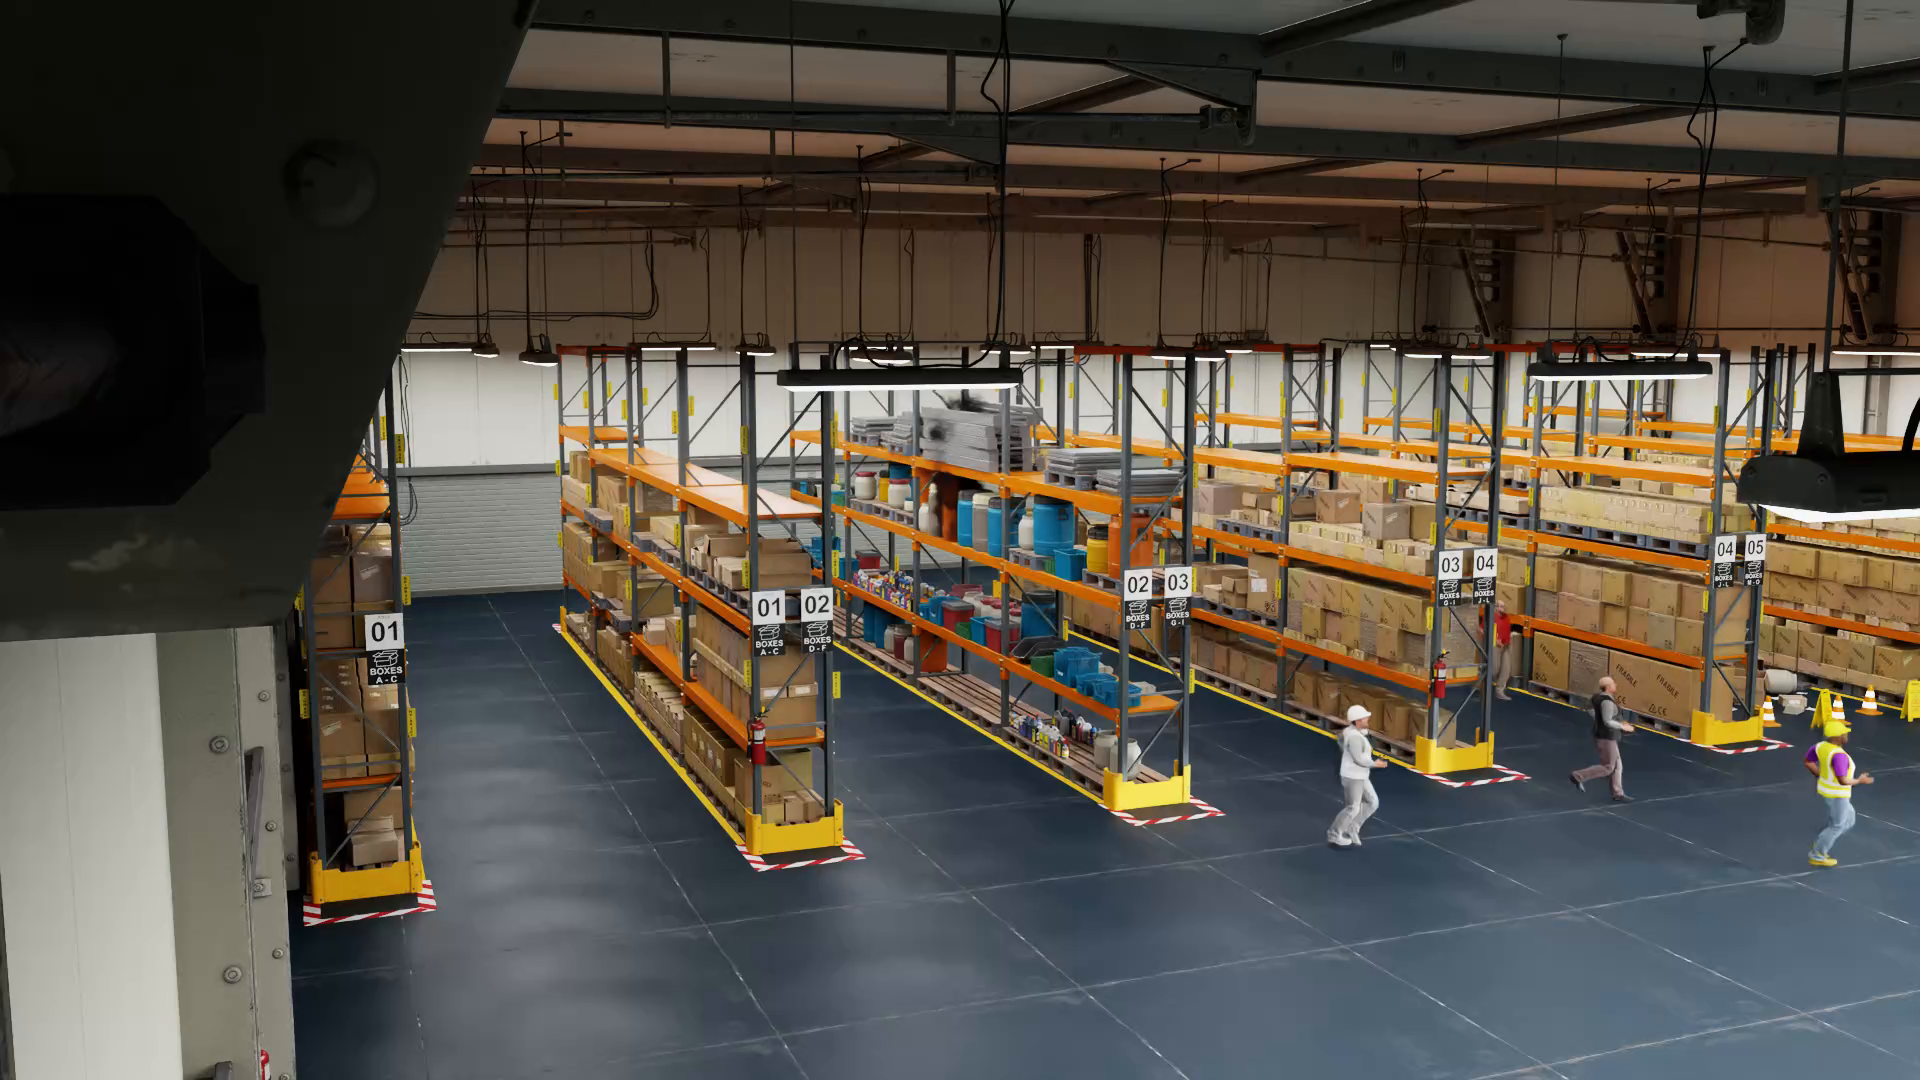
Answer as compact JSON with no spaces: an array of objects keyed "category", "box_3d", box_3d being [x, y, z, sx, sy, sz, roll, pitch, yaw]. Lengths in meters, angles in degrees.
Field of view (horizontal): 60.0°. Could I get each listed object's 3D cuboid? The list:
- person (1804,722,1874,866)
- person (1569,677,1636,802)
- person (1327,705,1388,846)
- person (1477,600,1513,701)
[{"category":"person","box_3d":[10.331,2.990,19.541,0.626,1.750,0.680,1,7,9]},{"category":"person","box_3d":[8.620,2.669,22.250,0.893,1.708,0.664,1,7,8]},{"category":"person","box_3d":[4.860,2.900,20.309,0.704,1.806,0.675,2,7,15]},{"category":"person","box_3d":[9.207,1.864,28.563,0.660,1.699,0.772,-4,8,-27]}]
